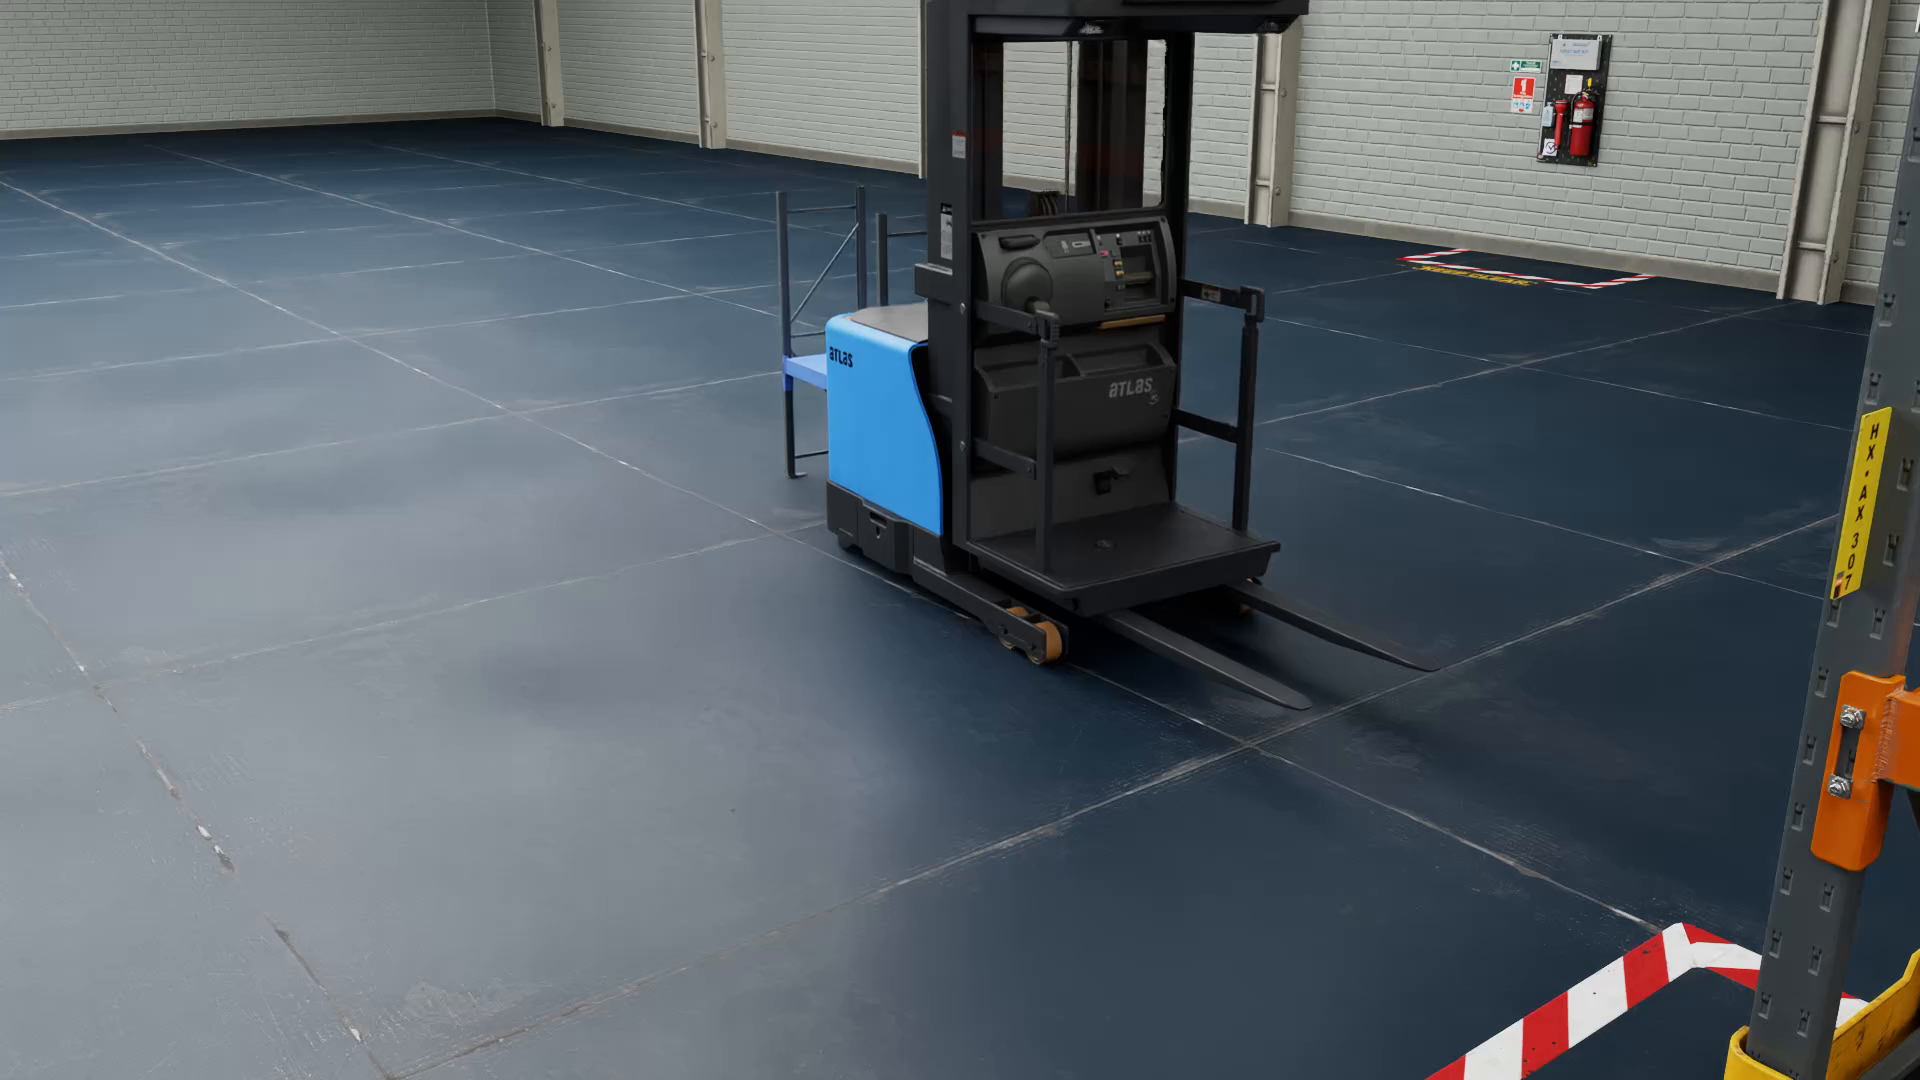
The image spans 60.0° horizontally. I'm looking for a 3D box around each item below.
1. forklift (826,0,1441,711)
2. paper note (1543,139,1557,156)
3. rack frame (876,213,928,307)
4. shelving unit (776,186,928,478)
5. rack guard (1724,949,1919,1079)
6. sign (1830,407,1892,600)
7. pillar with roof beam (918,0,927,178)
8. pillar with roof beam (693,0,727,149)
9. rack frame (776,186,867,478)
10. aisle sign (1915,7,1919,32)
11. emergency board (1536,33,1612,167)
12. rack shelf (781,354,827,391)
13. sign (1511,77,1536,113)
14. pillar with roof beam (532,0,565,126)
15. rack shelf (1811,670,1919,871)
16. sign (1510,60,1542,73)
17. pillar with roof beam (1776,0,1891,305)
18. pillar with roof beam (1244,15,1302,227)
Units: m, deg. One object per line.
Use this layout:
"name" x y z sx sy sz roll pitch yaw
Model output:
"forklift" 0.591 -1.079 6.459 1.130 2.935 3.031 -11 21 -31
"paper note" 5.562 -3.699 15.664 0.016 0.148 0.142 -14 23 -36
"rack frame" -0.167 -0.819 7.949 0.500 1.500 0.032 -11 21 -31
"shelving unit" -0.440 -0.954 8.356 0.538 1.500 1.048 -11 21 -31
"rack guard" 2.053 1.160 3.563 1.175 0.500 0.348 -14 23 -36
"sign" 1.535 -0.061 2.834 0.100 0.325 0.005 -14 23 -36
"pillar with roof beam" -3.703 -8.409 18.941 9.100 9.000 0.400 -14 23 -36
"pillar with roof beam" -7.428 -9.887 23.406 9.100 9.000 0.400 -14 23 -36
"rack frame" -0.712 -1.088 8.764 0.500 1.500 0.032 -11 21 -31
"aisle sign" 1.695 -1.230 2.671 0.394 0.787 0.004 -14 23 -36
"emergency board" 5.618 -4.060 15.353 0.194 1.169 0.643 -14 23 -36
"rack shelf" -0.440 -0.783 8.413 0.538 0.185 1.000 -11 21 -31
"sign" 5.356 -4.234 15.820 0.001 0.329 0.234 -14 23 -36
"pillar with roof beam" -11.153 -11.366 27.871 9.100 9.000 0.400 -14 23 -36
"rack shelf" 3.211 0.799 1.823 1.077 0.370 4.000 -14 23 -36
"sign" 5.352 -4.483 15.728 0.001 0.109 0.331 -14 23 -36
"pillar with roof beam" 3.748 -5.452 10.011 9.100 9.000 0.400 -14 23 -36
"pillar with roof beam" 0.023 -6.930 14.476 9.100 9.000 0.400 -14 23 -36
